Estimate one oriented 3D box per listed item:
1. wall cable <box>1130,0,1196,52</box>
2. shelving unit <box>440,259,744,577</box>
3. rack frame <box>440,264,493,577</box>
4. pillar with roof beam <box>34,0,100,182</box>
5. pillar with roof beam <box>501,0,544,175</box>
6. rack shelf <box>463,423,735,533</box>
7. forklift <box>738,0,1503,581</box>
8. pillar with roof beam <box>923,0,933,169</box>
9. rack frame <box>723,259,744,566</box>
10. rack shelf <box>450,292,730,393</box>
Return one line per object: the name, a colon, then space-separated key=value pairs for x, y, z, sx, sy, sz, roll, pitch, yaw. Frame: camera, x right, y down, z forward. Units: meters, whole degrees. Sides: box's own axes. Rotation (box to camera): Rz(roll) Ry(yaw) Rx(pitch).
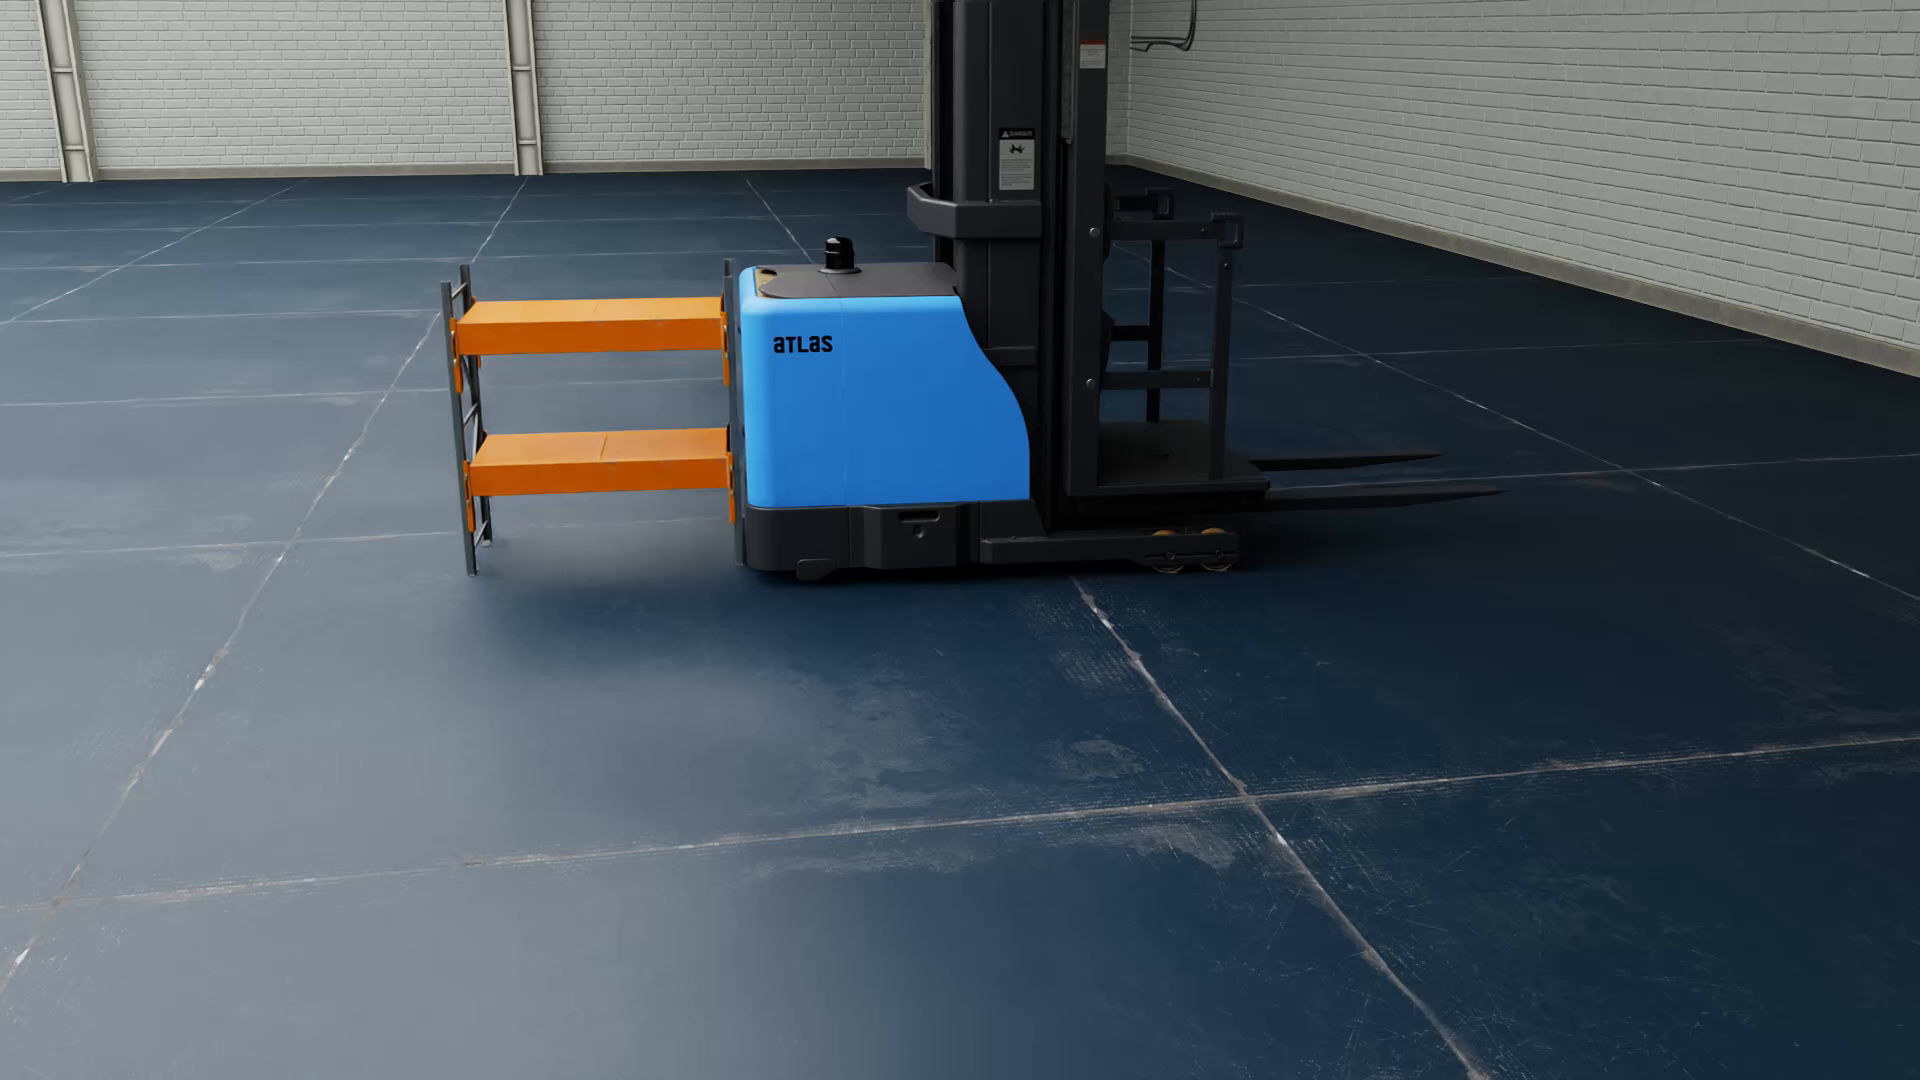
wall cable: x=2.826 y=-8.211 z=23.507 sx=0.112 sy=2.526 sz=3.097 roll=-3 pitch=17 yaw=-10
shelving unit: x=-1.396 y=-0.488 z=6.486 sx=1.048 sy=1.125 sz=0.538 roll=-2 pitch=17 yaw=-7
rack frame: x=-1.900 y=-0.469 z=6.421 sx=0.032 sy=1.125 sz=0.500 roll=-2 pitch=17 yaw=-7
pillar with roof beam: x=-11.283 y=-8.003 z=17.542 sx=0.400 sy=9.000 sz=9.100 roll=-3 pitch=17 yaw=-10
pillar with roof beam: x=-5.392 y=-8.337 z=18.630 sx=0.400 sy=9.000 sz=9.100 roll=-3 pitch=17 yaw=-10
rack shelf: x=-1.396 y=-0.255 z=6.558 sx=1.000 sy=0.278 sz=0.538 roll=-2 pitch=17 yaw=-7
forklift: x=0.643 y=-1.423 z=6.453 sx=3.031 sy=2.935 sz=1.130 roll=-2 pitch=17 yaw=-7
pillar with roof beam: x=0.499 y=-8.672 z=19.718 sx=0.400 sy=9.000 sz=9.100 roll=-3 pitch=17 yaw=-10
rack frame: x=-0.893 y=-0.508 z=6.550 sx=0.032 sy=1.125 sz=0.500 roll=-2 pitch=17 yaw=-7
rack shelf: x=-1.396 y=-0.768 z=6.400 sx=1.000 sy=0.278 sz=0.538 roll=-2 pitch=17 yaw=-7
